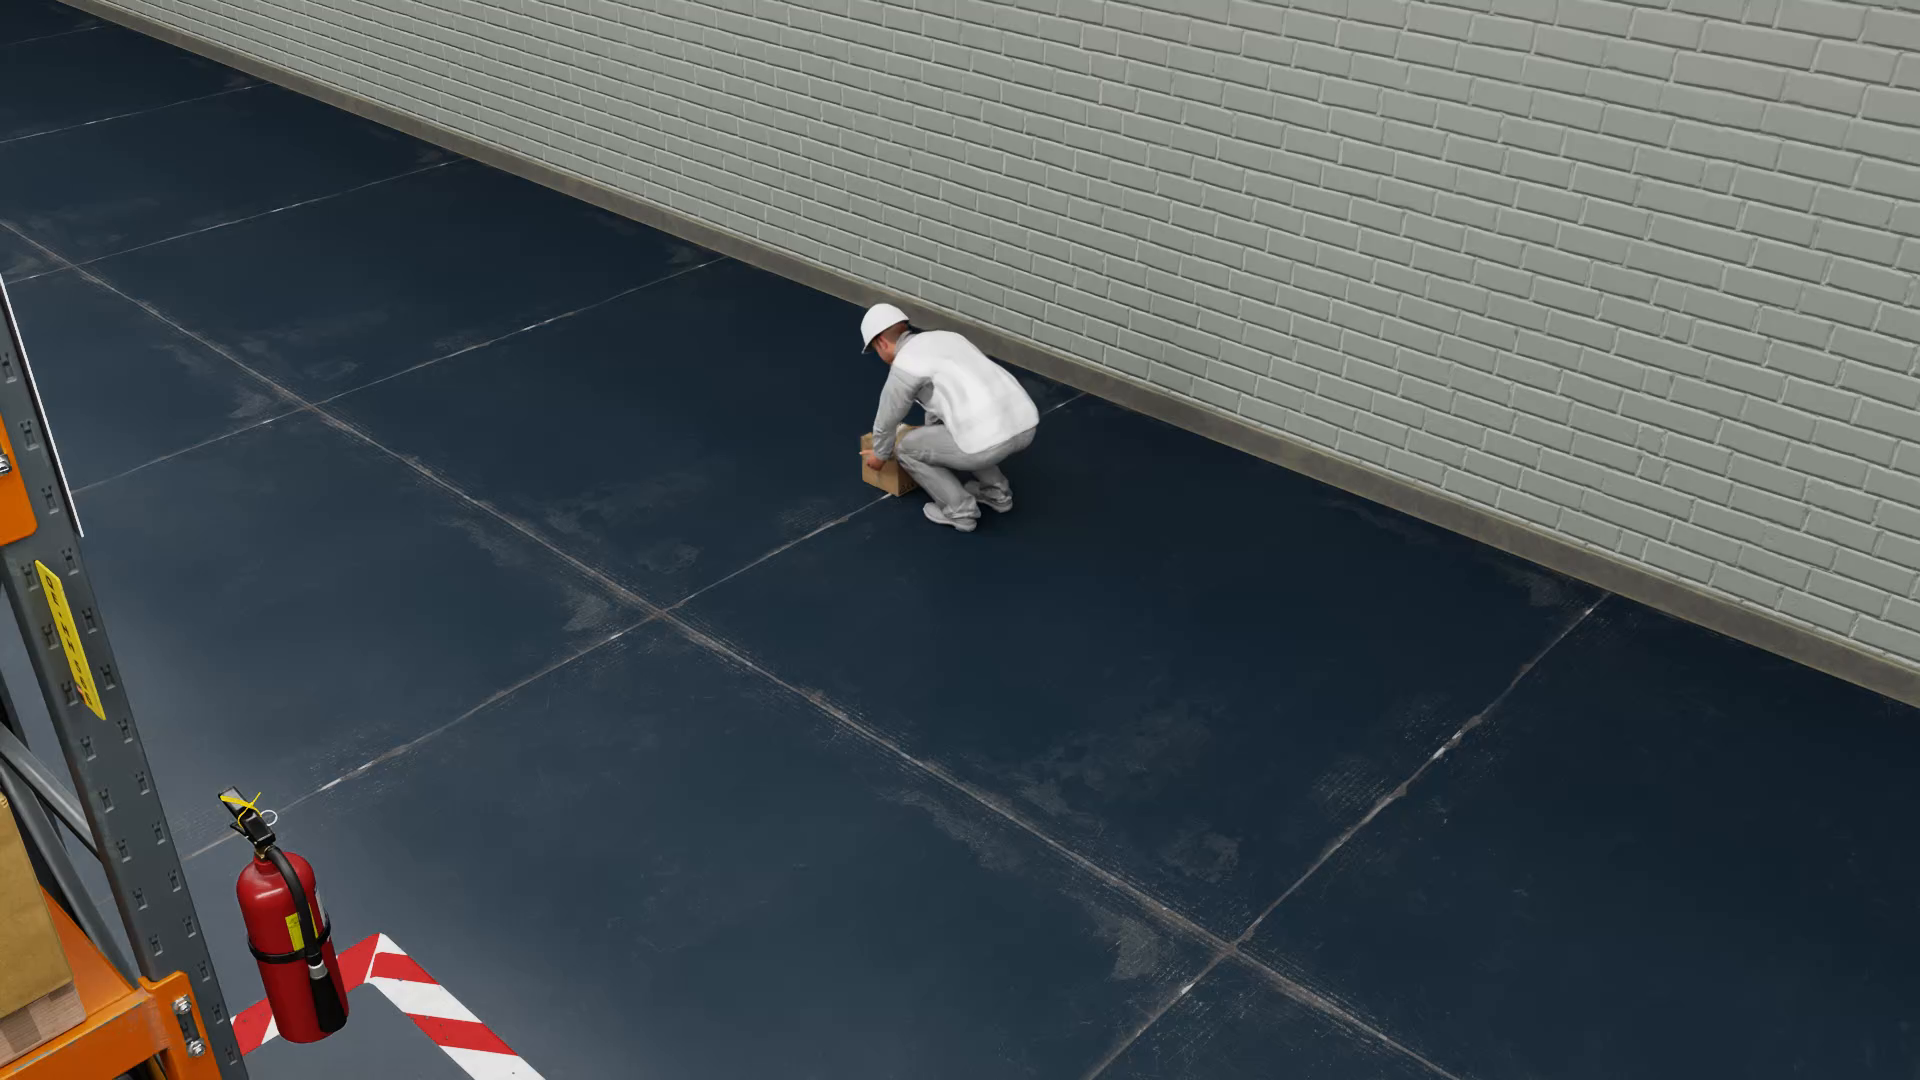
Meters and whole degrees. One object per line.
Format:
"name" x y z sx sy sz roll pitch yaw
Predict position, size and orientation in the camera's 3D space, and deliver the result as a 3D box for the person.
"person" -0.076 -0.585 7.865 0.908 0.964 0.542 25 39 35
